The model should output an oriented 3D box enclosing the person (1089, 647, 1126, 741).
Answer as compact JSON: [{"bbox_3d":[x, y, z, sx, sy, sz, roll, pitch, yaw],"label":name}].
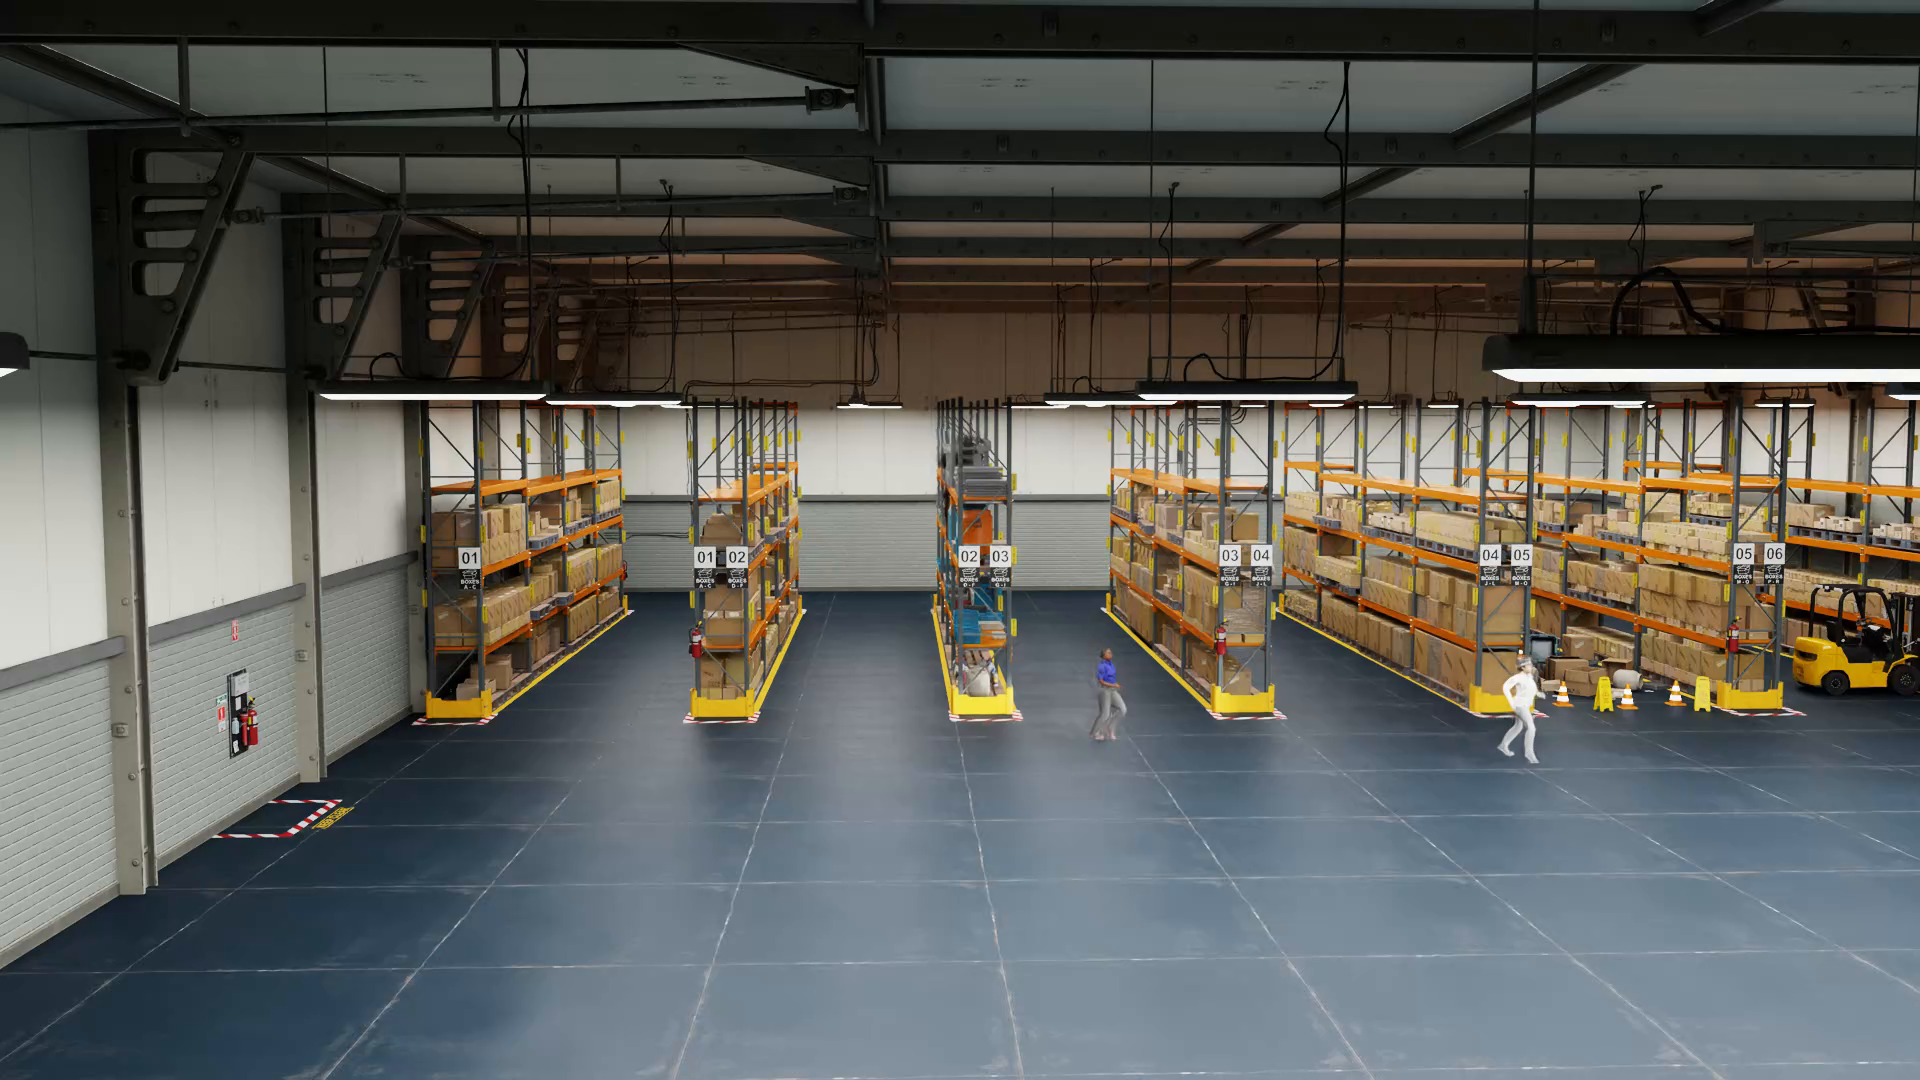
[{"bbox_3d":[2.573,2.683,28.903,0.656,1.651,0.581,3,5,34],"label":"person"}]

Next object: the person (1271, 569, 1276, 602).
[{"bbox_3d":[8.206,1.403,44.910,0.673,1.784,0.927,0,4,-2],"label":"person"}]

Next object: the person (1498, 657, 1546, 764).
[{"bbox_3d":[9.217,2.775,27.311,0.767,1.743,0.600,4,6,39],"label":"person"}]

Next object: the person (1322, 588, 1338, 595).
[{"bbox_3d":[10.765,1.116,48.556,0.774,1.763,0.691,-3,5,-33],"label":"person"}]

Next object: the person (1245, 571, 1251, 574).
[{"bbox_3d":[7.957,1.242,47.508,0.689,1.615,0.661,3,5,36],"label":"person"}]
